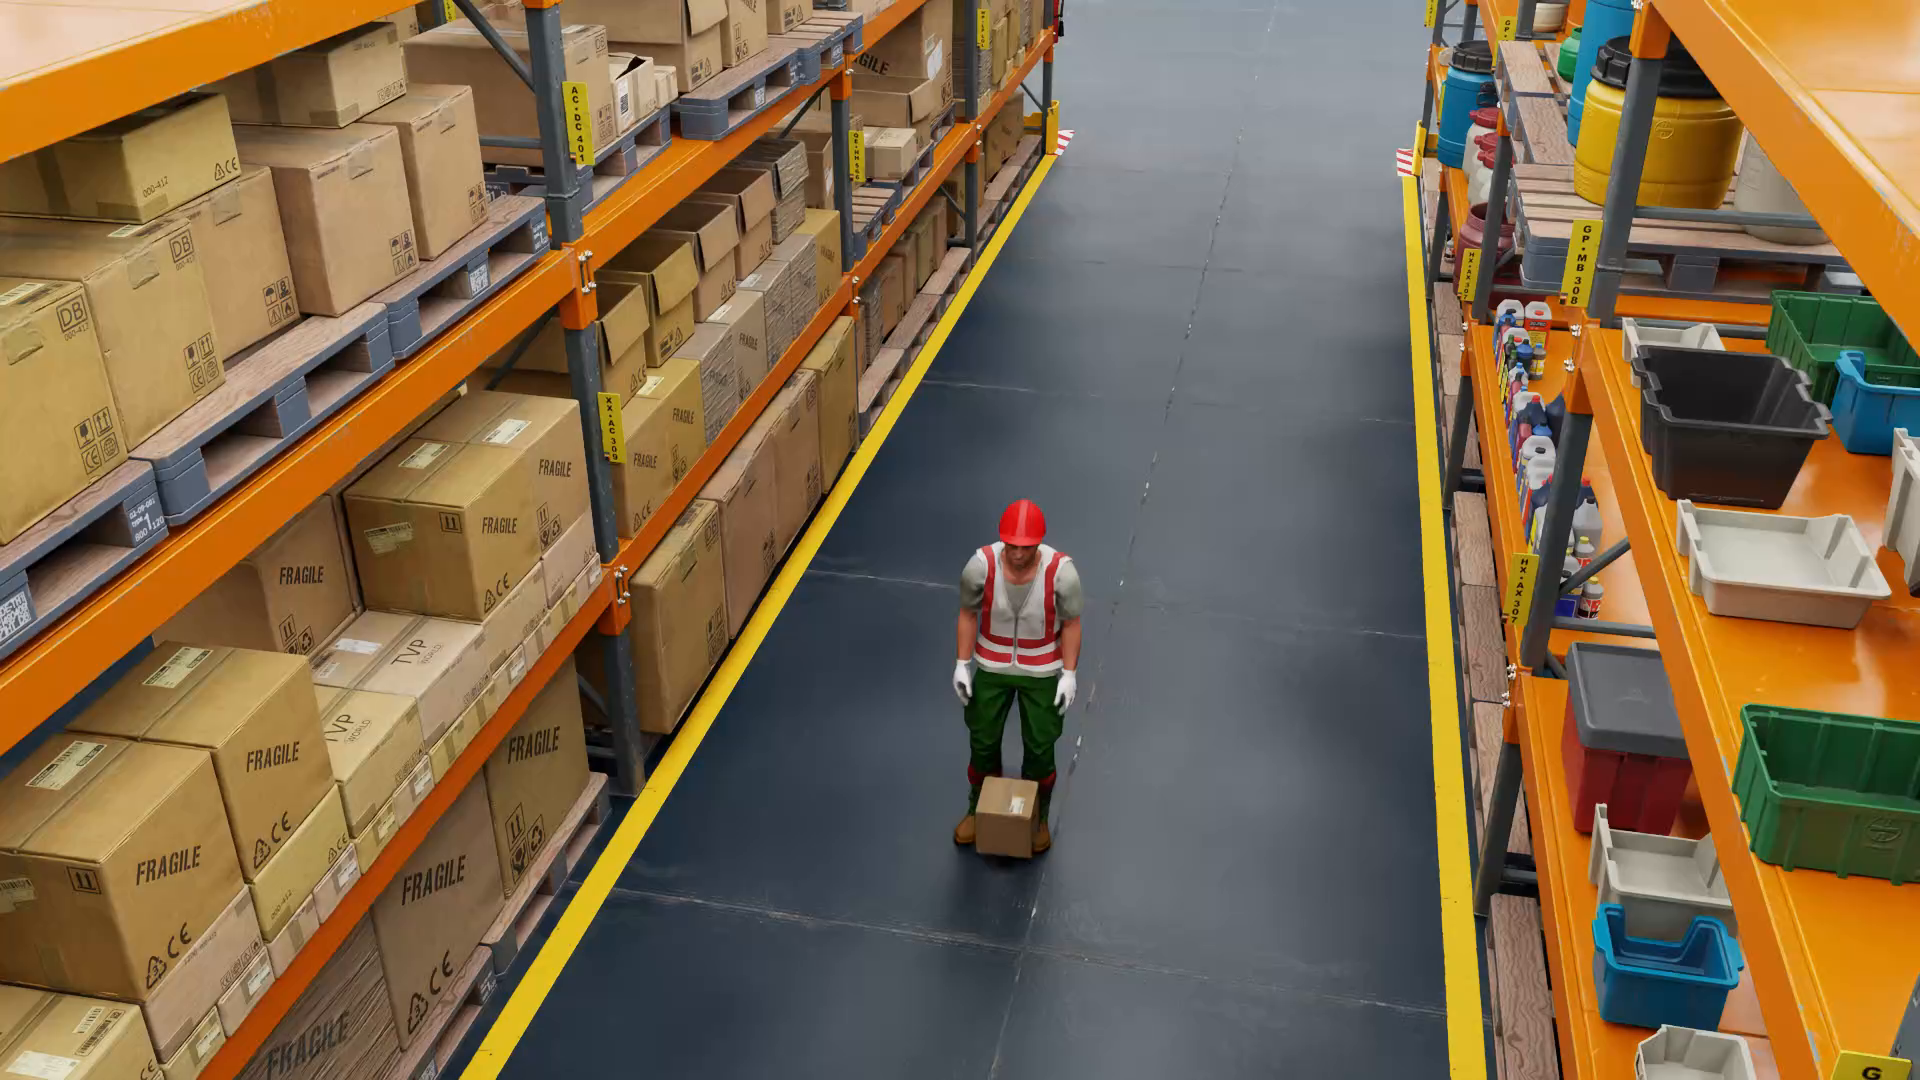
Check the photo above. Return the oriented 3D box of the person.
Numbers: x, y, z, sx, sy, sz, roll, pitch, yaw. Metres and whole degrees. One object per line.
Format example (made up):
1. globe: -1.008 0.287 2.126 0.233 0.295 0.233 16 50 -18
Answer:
1. person: 0.256 0.599 7.504 0.568 1.781 0.435 5 29 9
